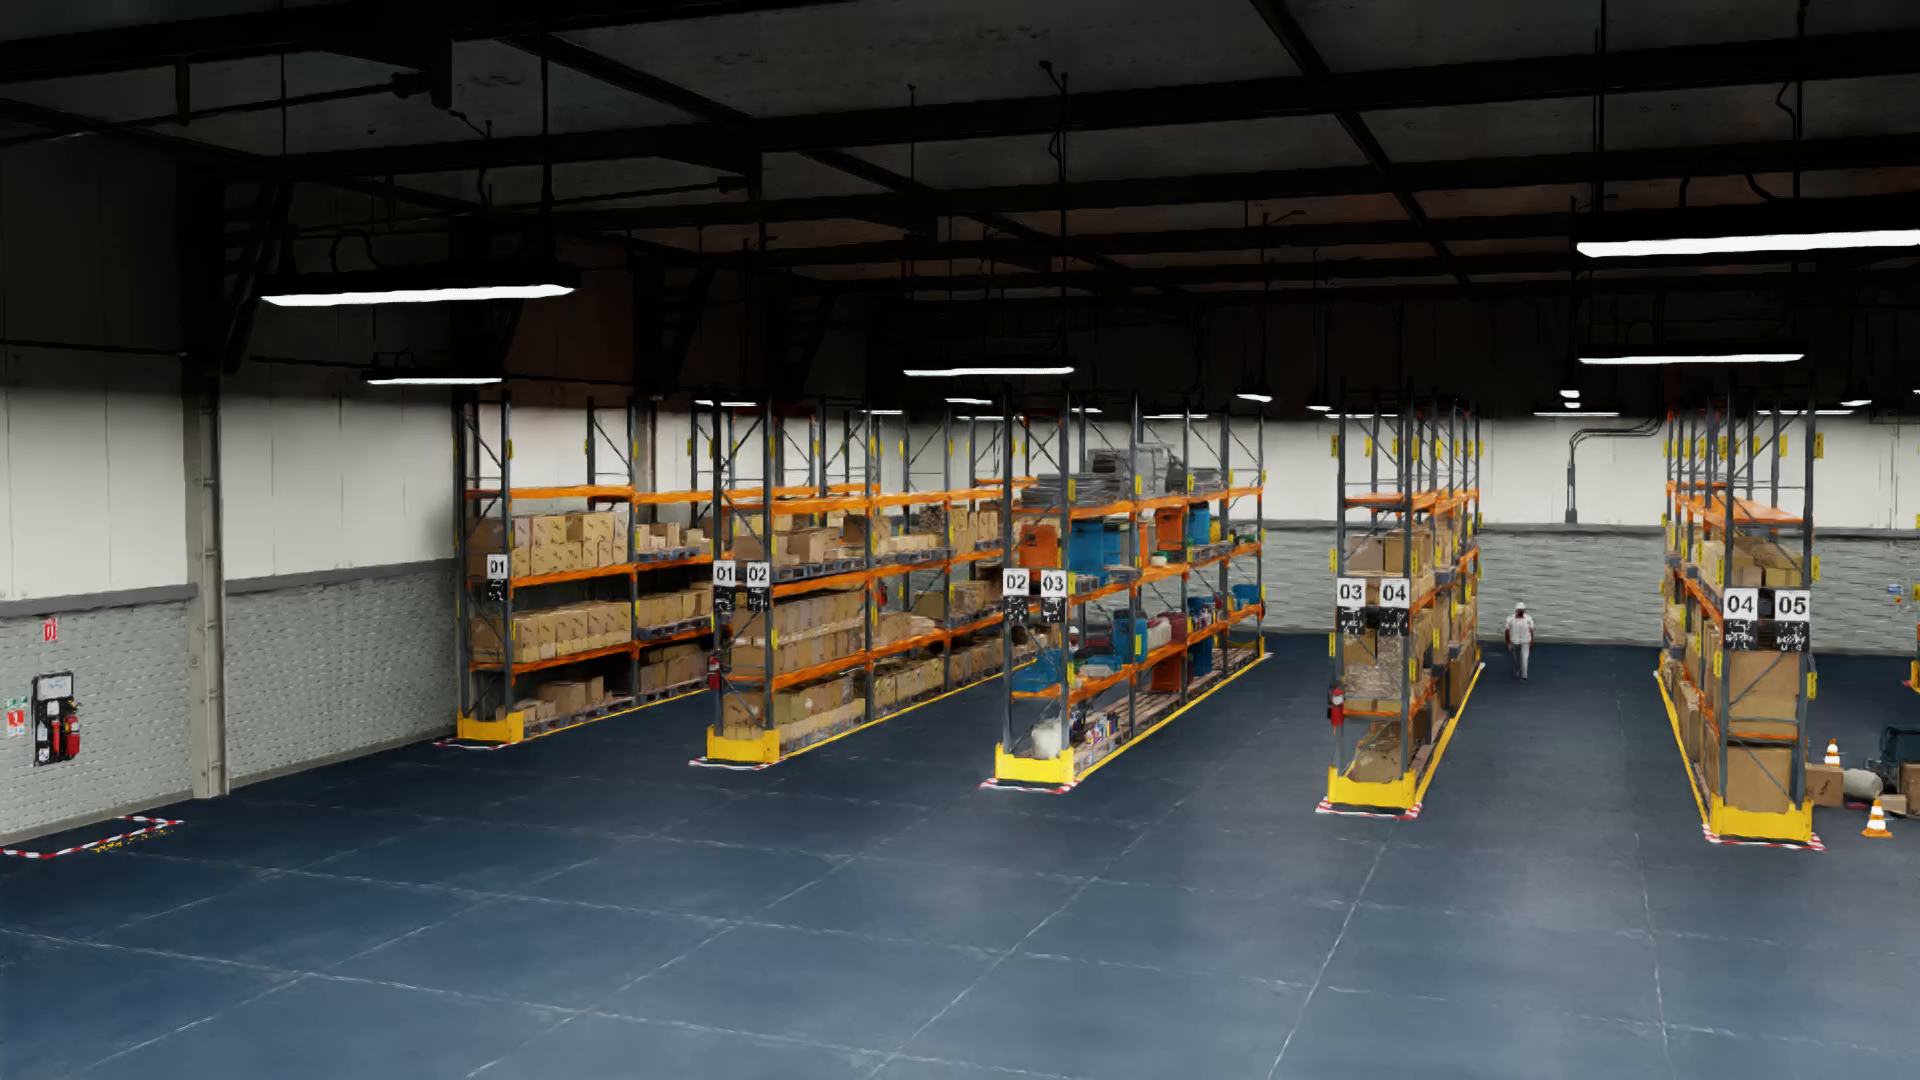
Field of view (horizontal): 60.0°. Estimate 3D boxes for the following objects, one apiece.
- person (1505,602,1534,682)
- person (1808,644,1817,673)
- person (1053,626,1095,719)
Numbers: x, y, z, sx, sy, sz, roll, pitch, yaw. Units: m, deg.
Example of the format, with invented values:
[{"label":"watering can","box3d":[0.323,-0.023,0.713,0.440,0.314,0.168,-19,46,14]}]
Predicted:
[{"label":"person","box3d":[12.065,2.170,35.894,0.573,1.691,1.121,1,3,22]},{"label":"person","box3d":[18.656,2.145,36.861,0.680,1.658,0.497,0,3,-6]},{"label":"person","box3d":[2.147,2.449,30.596,0.591,1.747,0.951,2,4,37]}]
